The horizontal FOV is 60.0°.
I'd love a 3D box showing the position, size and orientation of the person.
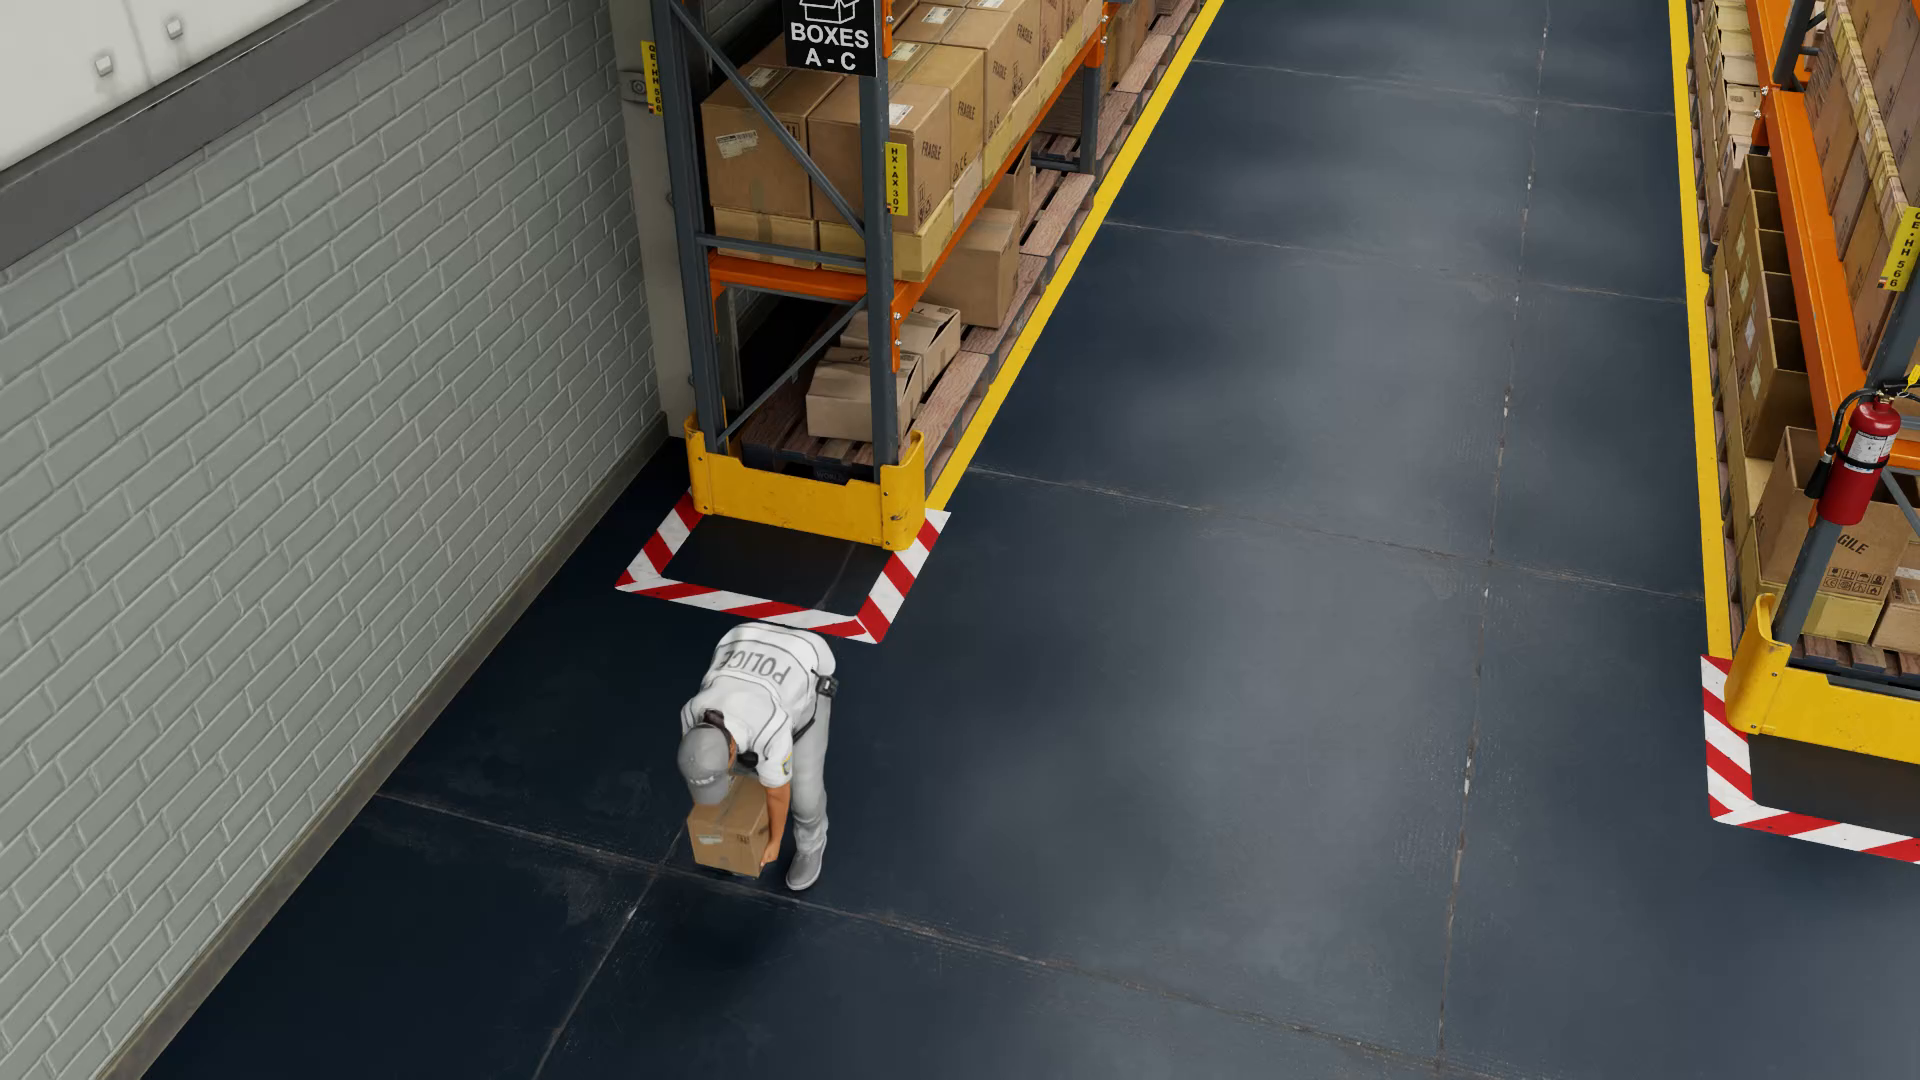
[{"bbox_3d":[-0.754,0.888,6.150,0.459,1.152,0.935,10,38,12],"label":"person"}]
